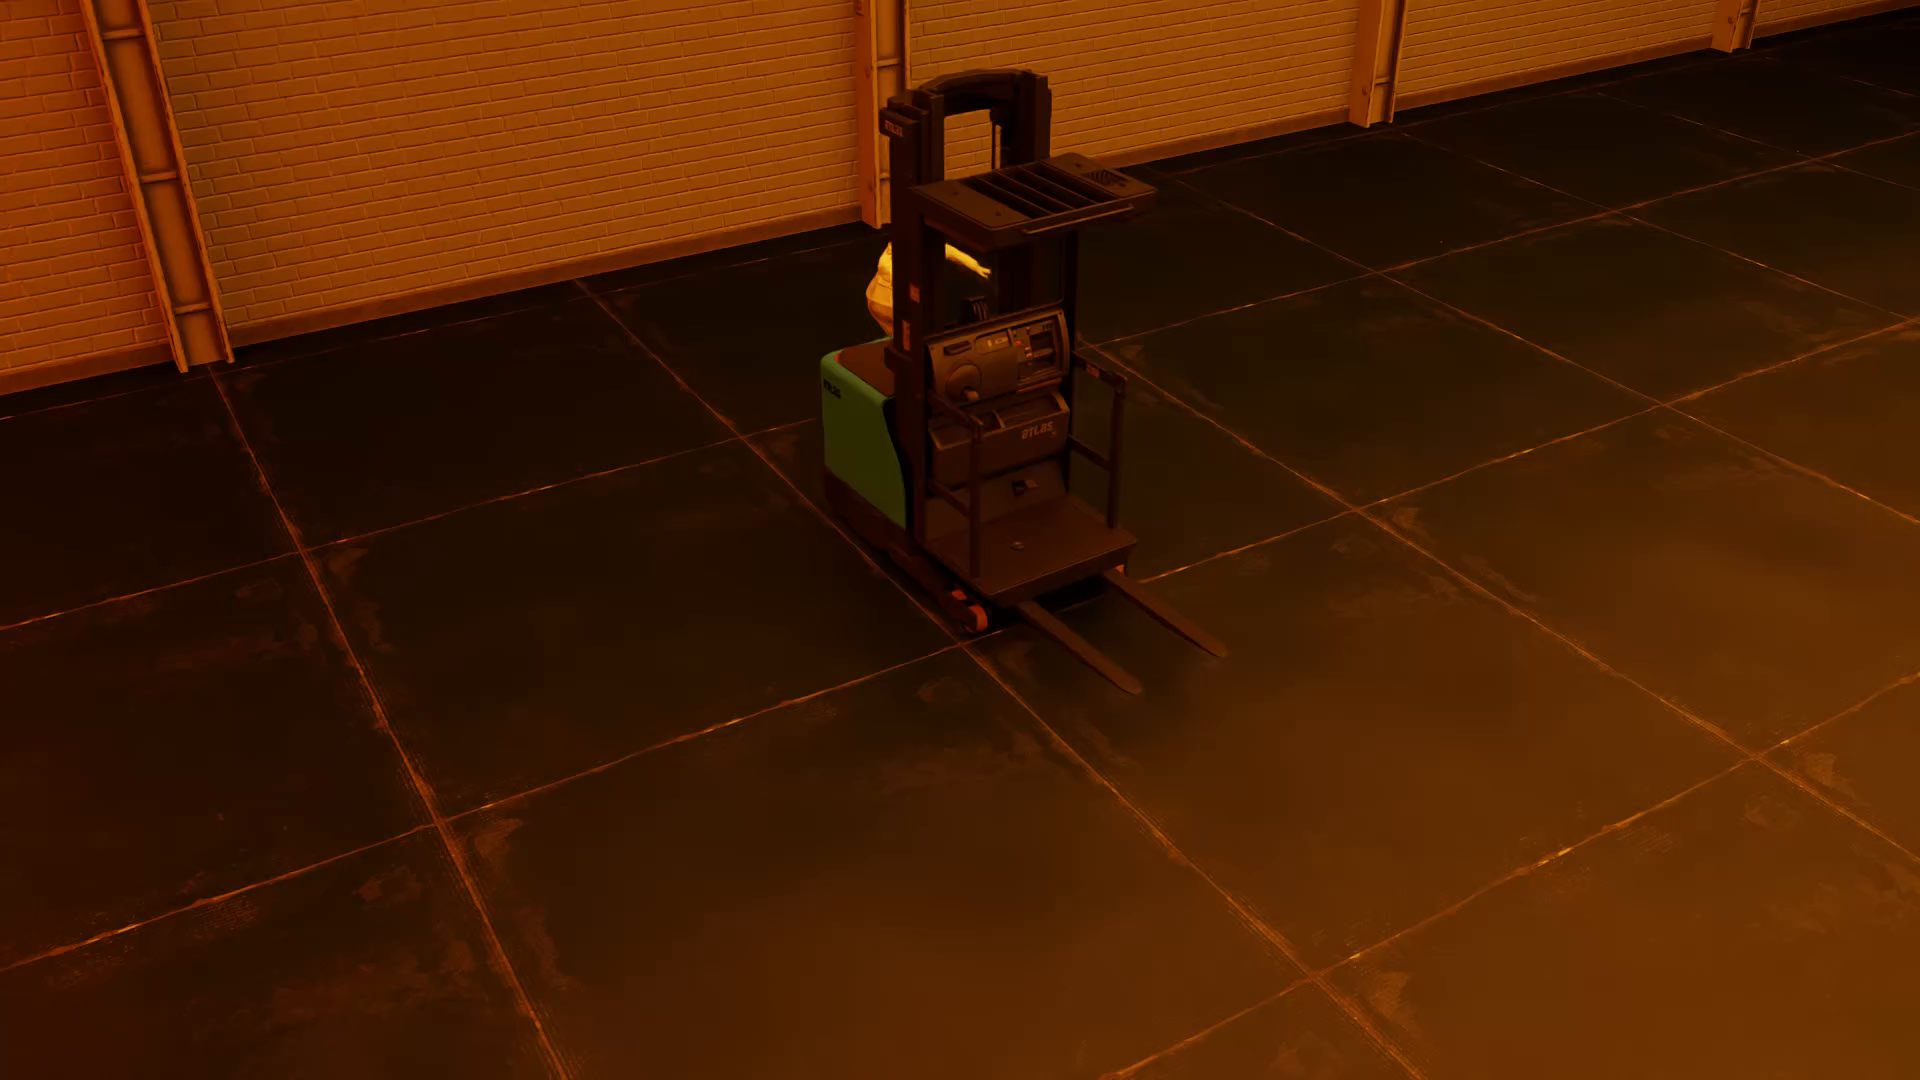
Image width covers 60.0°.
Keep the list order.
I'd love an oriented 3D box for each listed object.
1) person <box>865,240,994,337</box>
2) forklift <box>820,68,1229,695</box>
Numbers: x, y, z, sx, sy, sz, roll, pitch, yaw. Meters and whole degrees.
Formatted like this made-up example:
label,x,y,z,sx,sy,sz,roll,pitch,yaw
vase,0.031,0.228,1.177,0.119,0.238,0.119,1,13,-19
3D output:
label,x,y,z,sx,sy,sz,roll,pitch,yaw
person,-0.235,-1.691,11.970,1.055,1.437,0.799,-7,32,-11
forklift,0.347,-0.998,9.314,1.130,2.935,3.031,-19,36,-28
